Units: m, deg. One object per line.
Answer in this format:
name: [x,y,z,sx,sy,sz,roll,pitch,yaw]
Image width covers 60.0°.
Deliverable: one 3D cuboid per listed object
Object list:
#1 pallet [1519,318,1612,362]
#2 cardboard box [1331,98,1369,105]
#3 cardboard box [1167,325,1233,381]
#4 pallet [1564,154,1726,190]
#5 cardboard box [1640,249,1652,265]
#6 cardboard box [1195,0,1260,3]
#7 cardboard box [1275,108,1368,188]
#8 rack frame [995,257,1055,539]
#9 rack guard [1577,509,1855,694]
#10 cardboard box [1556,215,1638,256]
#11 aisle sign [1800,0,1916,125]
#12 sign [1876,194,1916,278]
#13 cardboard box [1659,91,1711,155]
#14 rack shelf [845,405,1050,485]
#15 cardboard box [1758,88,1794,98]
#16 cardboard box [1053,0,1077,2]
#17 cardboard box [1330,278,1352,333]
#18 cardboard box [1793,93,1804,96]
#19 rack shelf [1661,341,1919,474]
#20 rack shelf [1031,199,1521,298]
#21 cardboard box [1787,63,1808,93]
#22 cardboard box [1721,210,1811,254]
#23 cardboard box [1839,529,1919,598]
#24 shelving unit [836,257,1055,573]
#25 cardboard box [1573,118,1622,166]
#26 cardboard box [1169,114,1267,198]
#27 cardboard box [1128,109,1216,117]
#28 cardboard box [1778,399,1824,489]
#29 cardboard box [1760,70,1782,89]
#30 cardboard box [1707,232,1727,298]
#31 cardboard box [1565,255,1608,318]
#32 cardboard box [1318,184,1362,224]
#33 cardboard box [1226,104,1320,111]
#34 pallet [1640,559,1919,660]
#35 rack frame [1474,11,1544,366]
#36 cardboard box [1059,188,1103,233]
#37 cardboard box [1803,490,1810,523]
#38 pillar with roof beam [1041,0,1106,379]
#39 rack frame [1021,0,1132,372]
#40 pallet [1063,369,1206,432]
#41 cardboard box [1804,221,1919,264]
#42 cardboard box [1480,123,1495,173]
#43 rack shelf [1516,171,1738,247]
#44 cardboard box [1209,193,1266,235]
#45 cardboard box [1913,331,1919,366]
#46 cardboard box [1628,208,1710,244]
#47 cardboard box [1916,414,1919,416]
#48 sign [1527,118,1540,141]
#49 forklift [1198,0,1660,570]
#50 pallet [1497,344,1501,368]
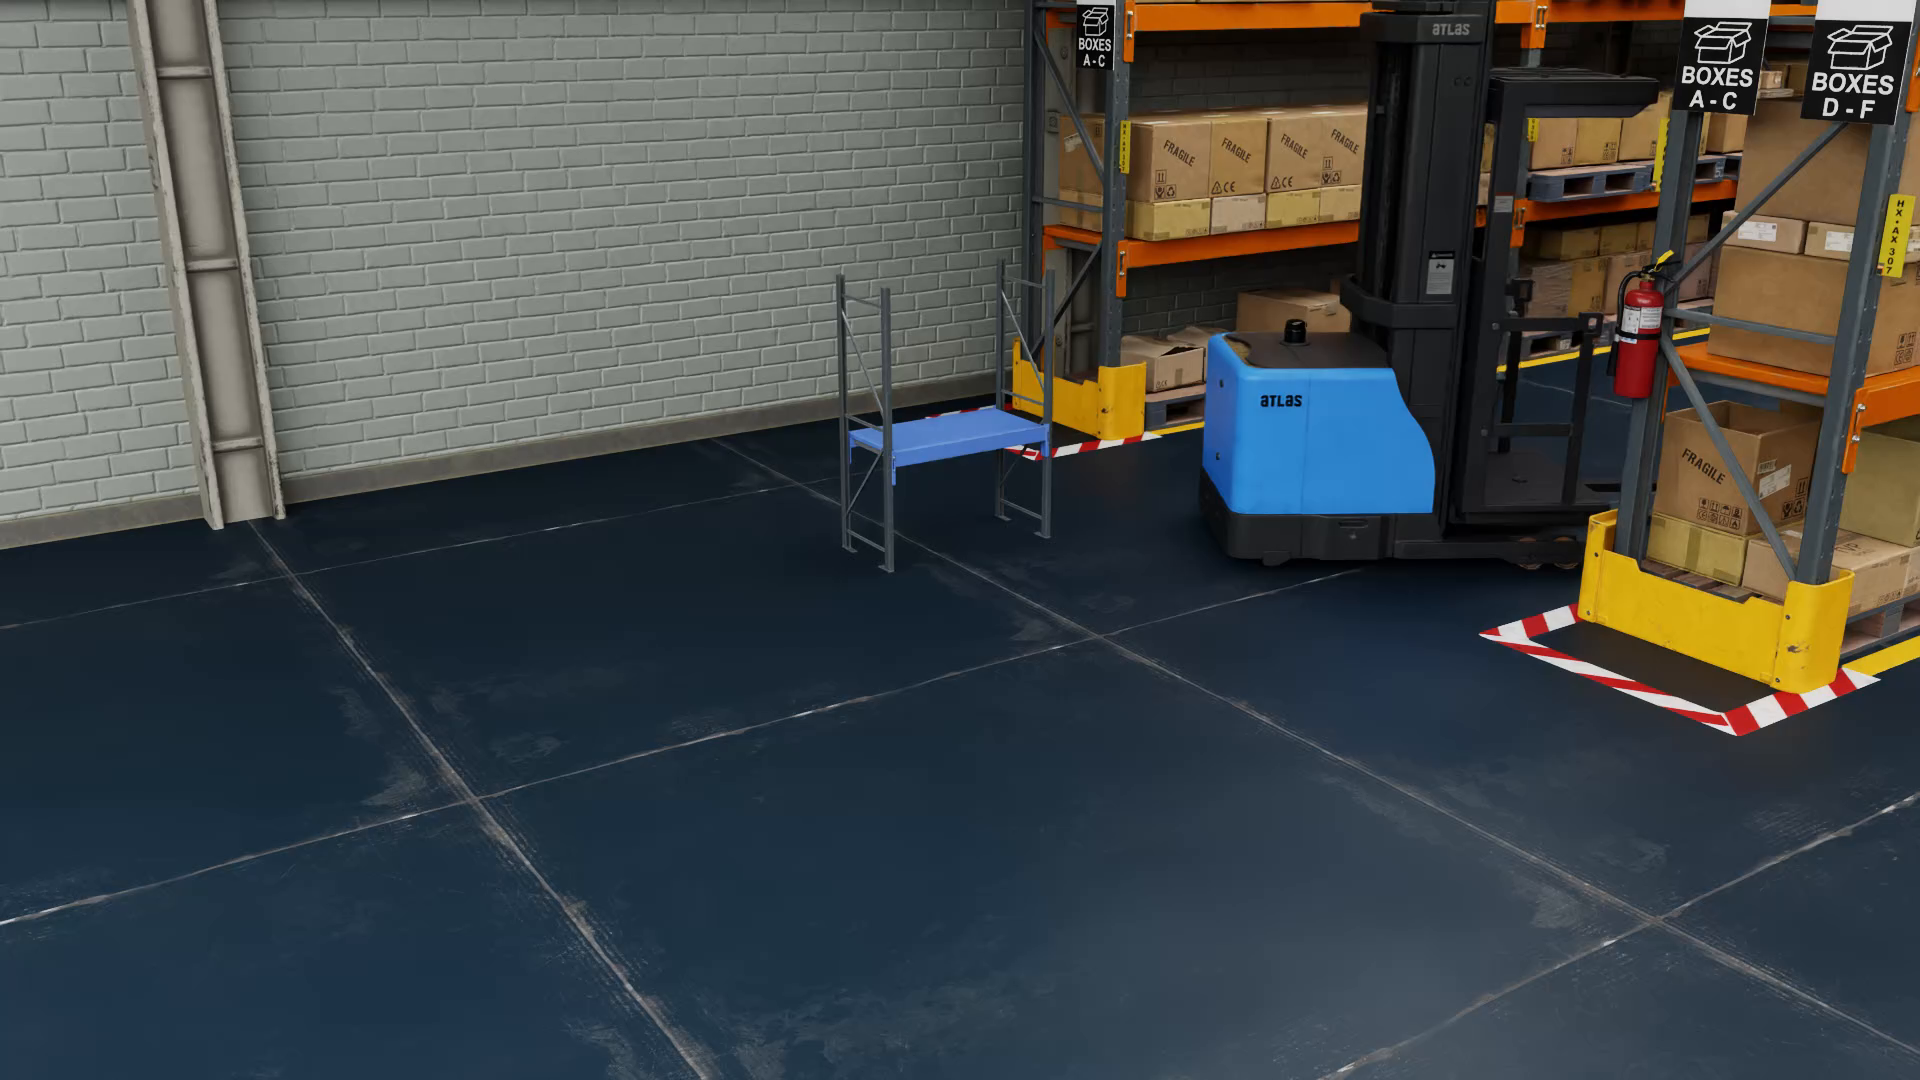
pallet: [4.747,-1.778,14.173,1.213,0.211,1.003,-12,22,-31]
cardboard box: [3.156,-3.138,12.874,0.500,0.500,0.500,-12,22,-32]
cardboard box: [1.860,-1.389,12.182,0.500,0.311,0.500,-10,21,-27]
pallet: [5.807,-3.215,14.371,1.213,0.211,1.003,-12,22,-31]
cardboard box: [5.972,-2.394,14.860,0.500,0.500,0.700,-12,22,-32]
cardboard box: [1.642,-3.811,10.964,0.500,0.500,0.500,-10,21,-28]
cardboard box: [2.599,-2.822,11.940,0.500,0.500,0.500,-11,22,-30]
rack frame: [0.353,-0.785,9.225,0.032,1.500,0.500,-12,22,-31]
rack guard: [3.464,0.256,7.706,0.348,0.500,1.175,-12,22,-31]
cardboard box: [5.501,-2.646,14.432,0.500,0.250,0.500,-13,22,-33]
aisle sign: [3.598,-2.070,6.625,0.004,0.787,0.394,-12,22,-31]
sign: [3.785,-1.230,6.725,0.005,0.325,0.100,-12,22,-31]
cardboard box: [6.023,-3.611,14.398,0.500,0.500,0.700,-12,22,-31]
rack shelf: [-0.071,-0.525,9.018,1.000,0.185,0.538,-12,22,-31]
cardboard box: [7.051,-3.836,15.065,0.500,0.500,0.700,-15,24,-38]
cardboard box: [0.966,-3.876,11.154,0.500,0.500,0.500,-10,21,-28]
cardboard box: [3.253,-1.792,13.077,0.500,0.500,0.500,-14,23,-35]
cardboard box: [7.985,-3.880,15.388,0.500,0.500,0.500,-11,22,-30]
rack shelf: [5.155,-0.944,8.476,4.000,0.370,1.077,-12,22,-31]
rack shelf: [2.427,-2.268,12.393,4.000,0.370,1.077,-12,22,-31]
cardboard box: [7.983,-4.235,15.264,0.500,0.250,0.500,-11,22,-30]
cardboard box: [3.699,-1.405,7.548,0.250,0.149,0.380,-12,22,-32]
cardboard box: [4.470,0.048,8.058,0.500,0.250,0.500,-12,22,-31]
shelving unit: [-0.071,-0.695,8.960,1.048,1.500,0.538,-12,22,-31]
cardboard box: [5.012,-3.394,13.757,0.500,0.500,0.700,-9,21,-26]
cardboard box: [1.739,-2.638,11.397,0.500,0.500,0.500,-12,22,-31]
cardboard box: [1.459,-2.776,11.805,0.500,0.500,0.500,-12,22,-31]
cardboard box: [4.596,-0.538,8.619,0.500,0.500,0.500,-12,22,-31]
cardboard box: [7.167,-4.160,15.010,0.250,0.149,0.380,-16,24,-38]
cardboard box: [6.866,-2.549,15.317,0.500,0.500,0.700,-12,22,-31]
cardboard box: [5.107,-2.224,14.355,0.500,0.500,0.700,-12,22,-32]
cardboard box: [2.617,-2.468,12.064,0.500,0.250,0.500,-12,22,-31]
cardboard box: [2.309,-2.957,12.340,0.500,0.500,0.500,-12,22,-31]
pallet: [4.100,0.243,8.196,1.213,0.211,1.003,-12,22,-31]
rack frame: [4.097,-2.961,13.320,0.127,3.000,1.000,-12,22,-31]
cardboard box: [1.041,-2.329,11.653,0.500,0.250,0.500,-12,22,-31]
cardboard box: [4.181,-0.093,8.475,0.500,0.250,0.500,-12,22,-31]
pillar with roof beam: [3.233,-4.302,7.918,0.400,9.000,9.100,-12,22,-31]
rack frame: [0.757,-2.256,11.236,0.127,3.000,1.000,-12,22,-31]
pallet: [1.518,-1.083,12.117,1.213,0.211,1.003,-12,22,-31]
cardboard box: [3.930,-1.298,7.233,0.250,0.149,0.380,-12,22,-32]
cardboard box: [3.873,-3.089,12.729,0.500,0.500,0.500,-12,22,-32]
rack shelf: [5.768,-2.973,14.477,4.000,0.370,1.077,-12,22,-31]
cardboard box: [1.765,-2.291,11.541,0.500,0.250,0.500,-13,22,-33]
cardboard box: [4.317,-1.152,7.813,0.500,0.500,0.700,-11,22,-30]
cardboard box: [6.355,-2.821,14.950,0.500,0.250,0.500,-11,22,-30]
cardboard box: [4.882,-0.399,8.207,0.500,0.500,0.500,-12,22,-31]
sign: [4.402,-3.227,12.756,0.005,0.325,0.100,-12,22,-31]
forklift: [2.905,-1.403,8.818,3.031,2.935,1.130,-1,19,-2]
pallet: [3.556,-1.512,13.388,1.213,0.211,1.003,-12,22,-31]
